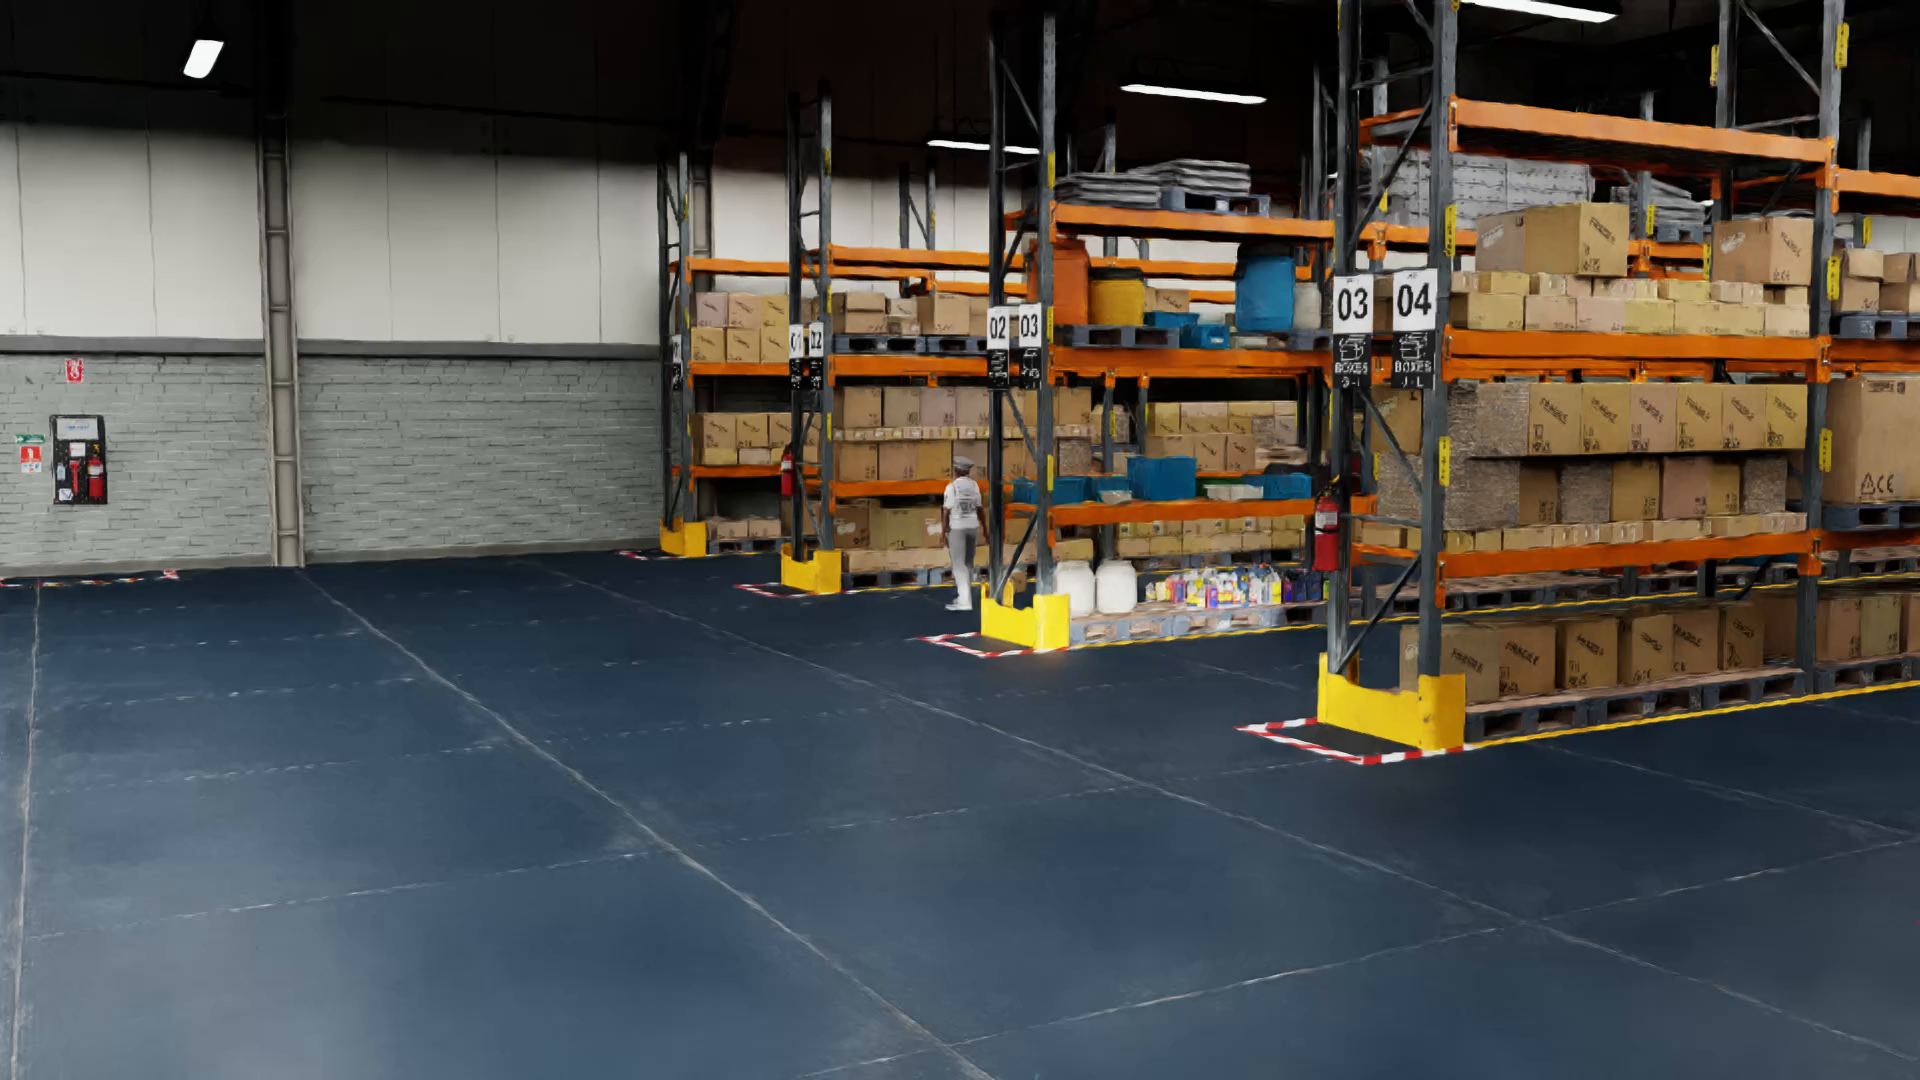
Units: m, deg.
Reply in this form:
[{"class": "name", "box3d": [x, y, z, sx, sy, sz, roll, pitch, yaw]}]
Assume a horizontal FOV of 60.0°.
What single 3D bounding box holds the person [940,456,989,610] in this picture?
[{"class": "person", "box3d": [0.037, -0.087, 18.321, 0.684, 1.662, 0.615, -4, 6, -37]}]
